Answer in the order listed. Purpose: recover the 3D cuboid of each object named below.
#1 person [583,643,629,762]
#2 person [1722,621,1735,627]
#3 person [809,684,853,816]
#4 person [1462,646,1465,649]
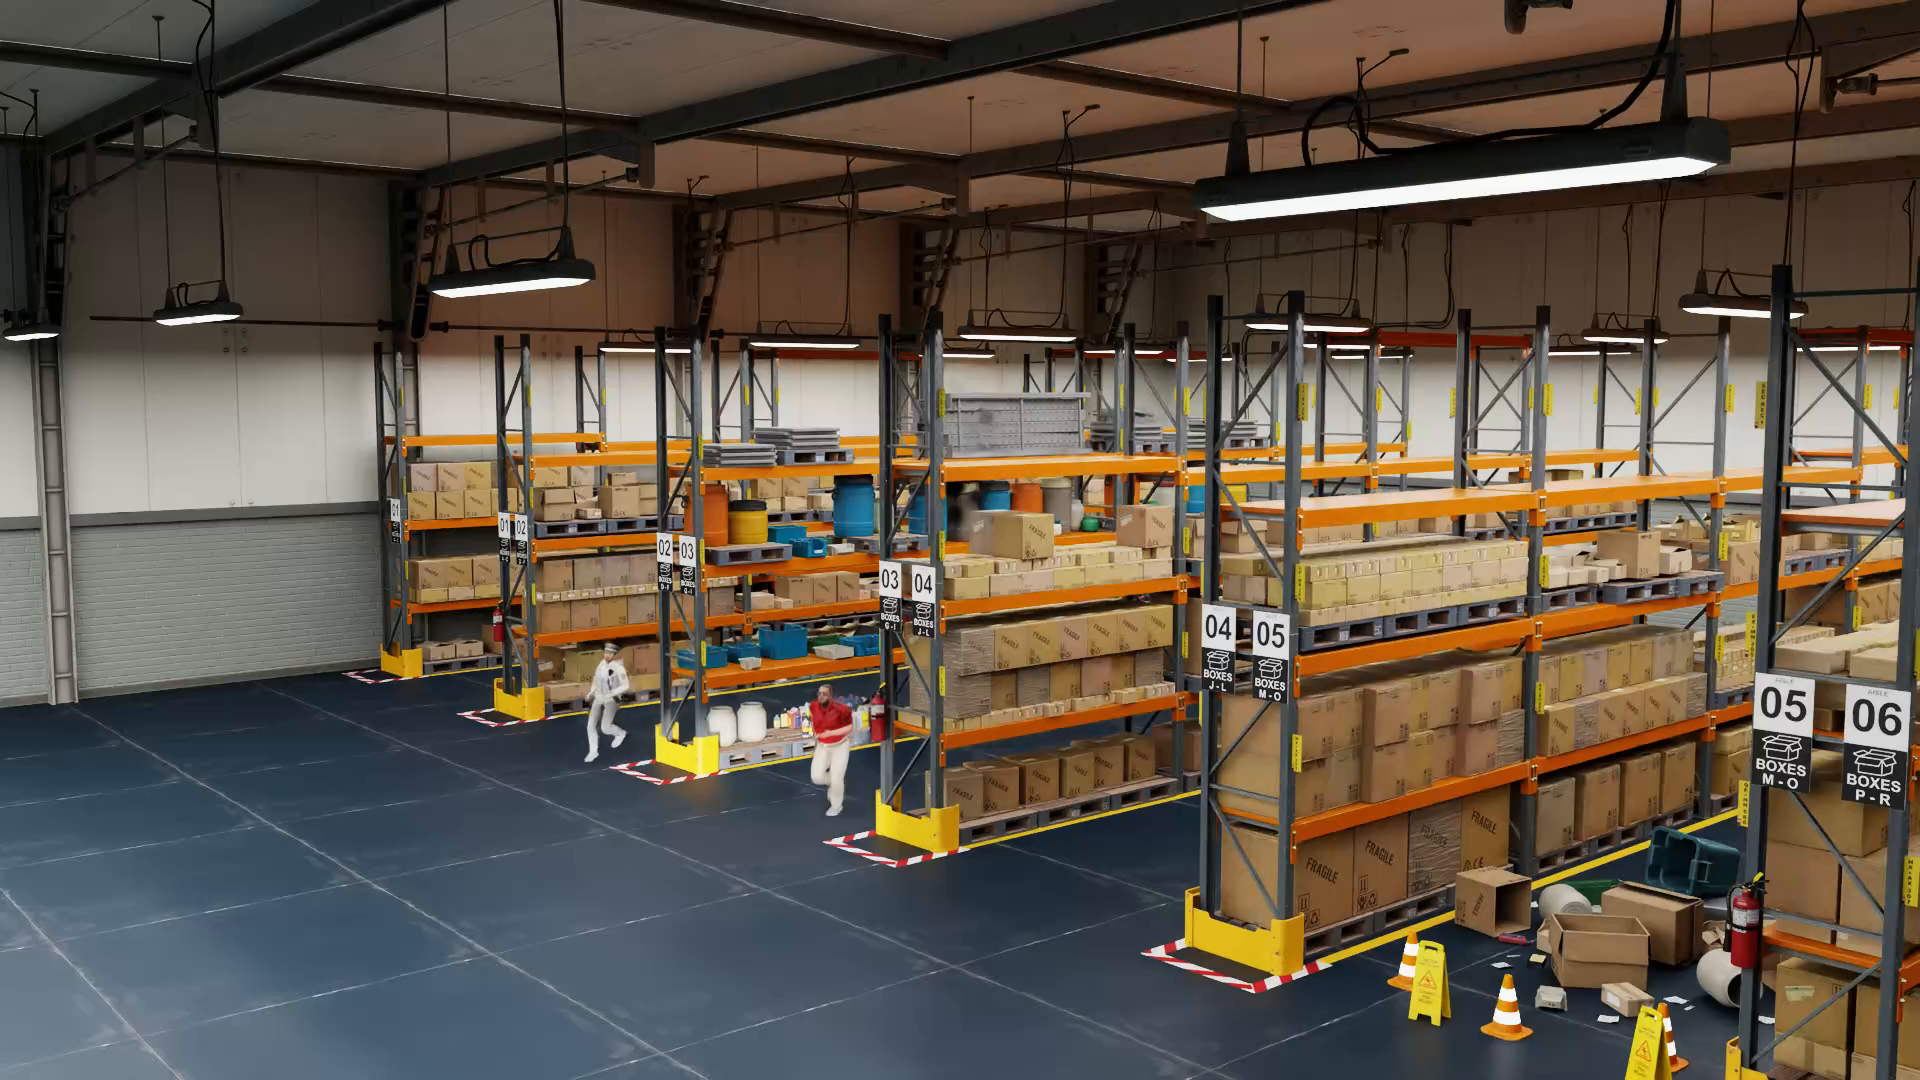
[{"bbox_3d":[-4.892,2.249,23.248,0.656,1.674,0.752,3,6,27],"label":"person"},{"bbox_3d":[11.529,2.058,24.919,0.816,1.715,0.638,-5,7,-41],"label":"person"},{"bbox_3d":[-1.587,2.528,20.008,0.647,1.649,0.724,2,5,18],"label":"person"},{"bbox_3d":[6.872,2.206,22.937,0.811,1.824,0.682,-4,7,-40],"label":"person"}]
